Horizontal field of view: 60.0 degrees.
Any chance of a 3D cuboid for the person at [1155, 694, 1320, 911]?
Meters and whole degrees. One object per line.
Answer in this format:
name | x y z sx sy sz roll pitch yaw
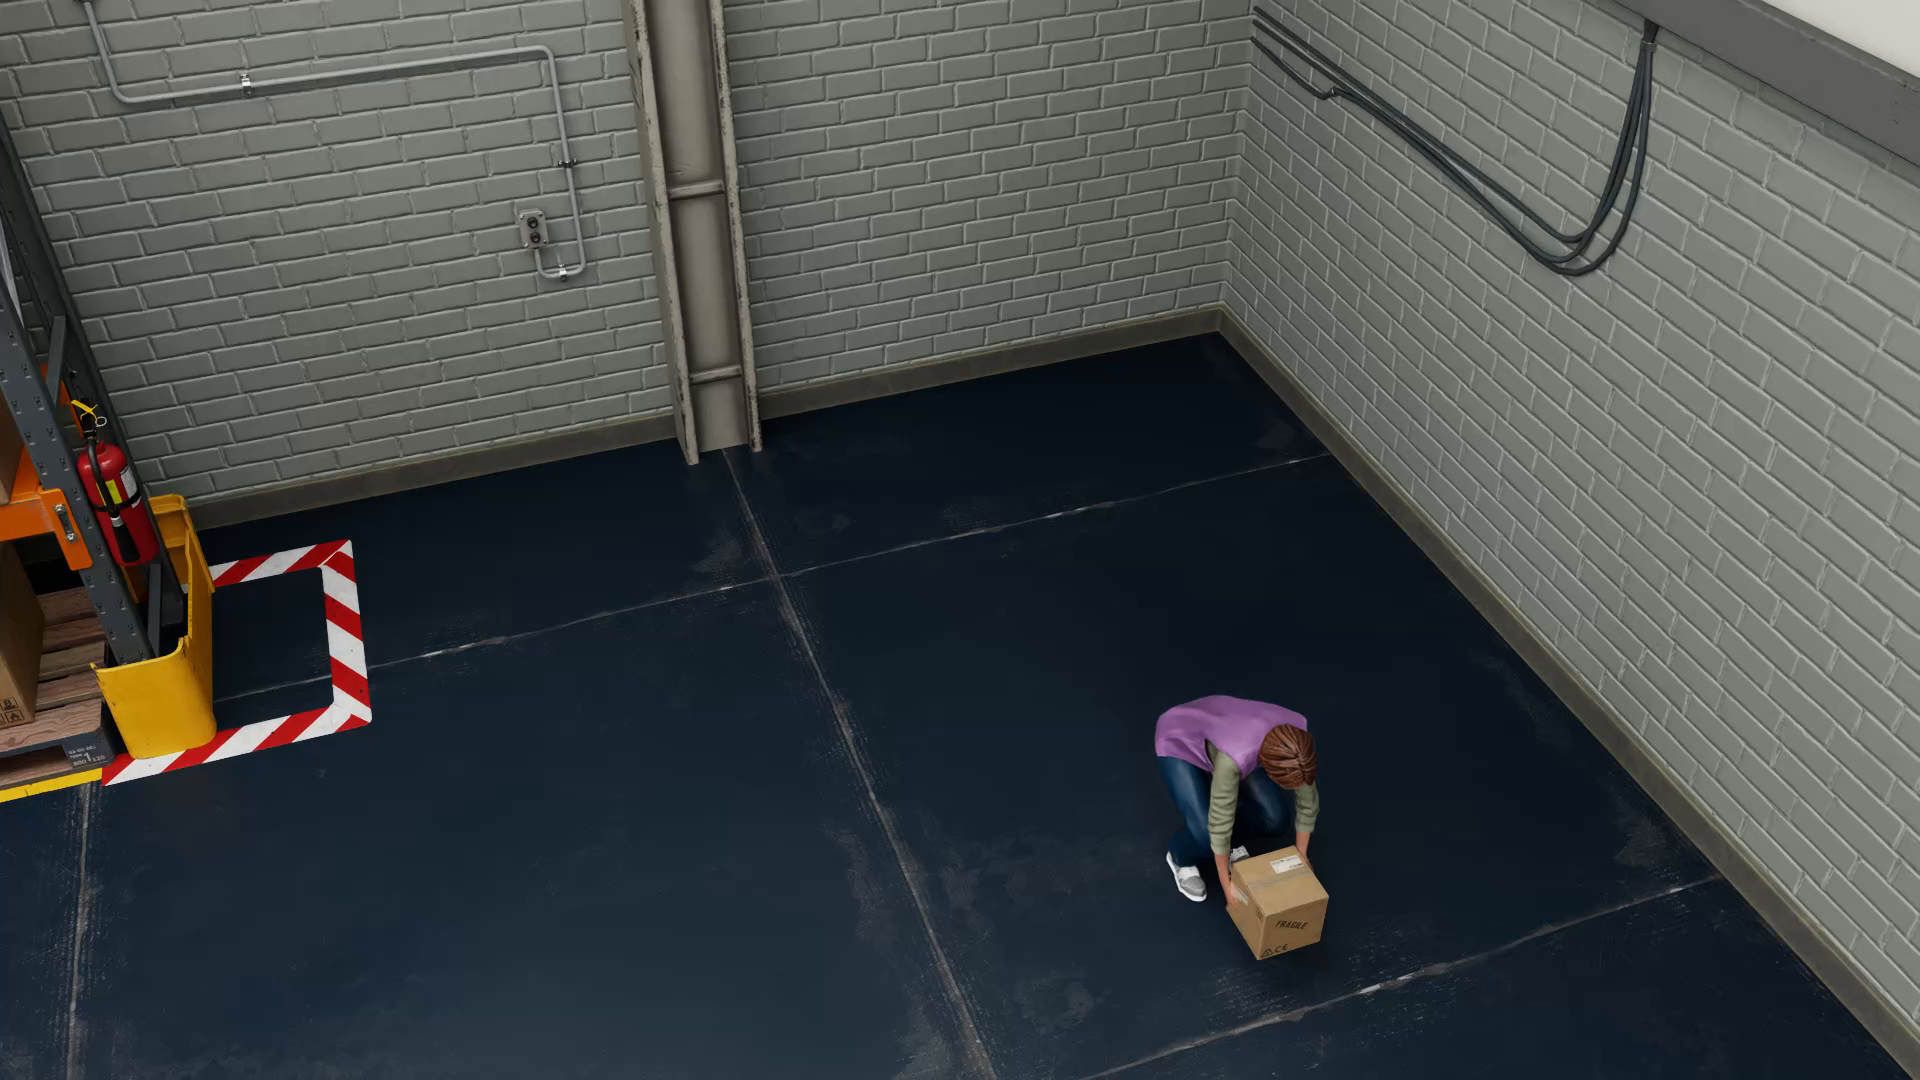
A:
person | 1.013 0.912 6.115 0.453 1.003 0.761 -13 40 -16
